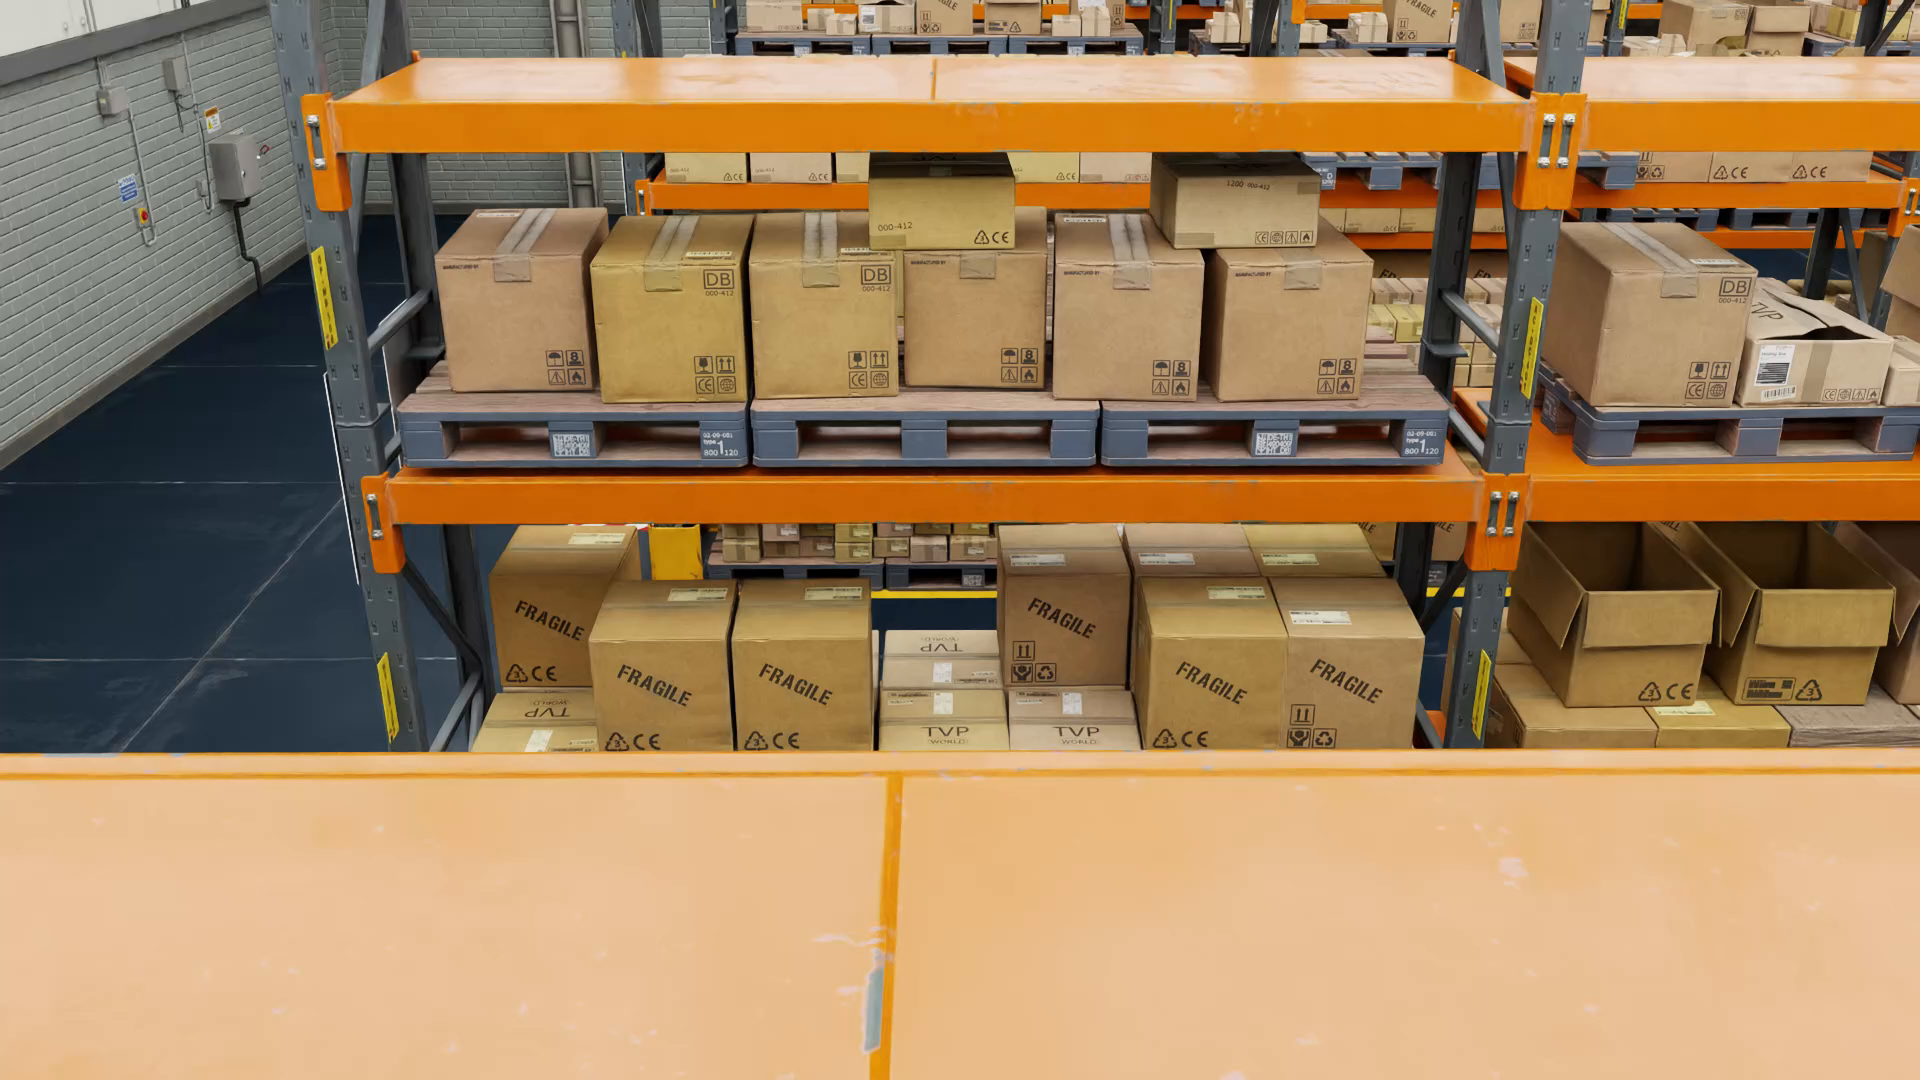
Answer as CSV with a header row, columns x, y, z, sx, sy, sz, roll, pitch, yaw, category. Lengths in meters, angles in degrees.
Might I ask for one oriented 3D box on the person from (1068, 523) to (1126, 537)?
x,y,z,sx,sy,sz,roll,pitch,yaw,category
0.853,-0.058,10.180,0.633,1.772,0.559,0,24,0,person
